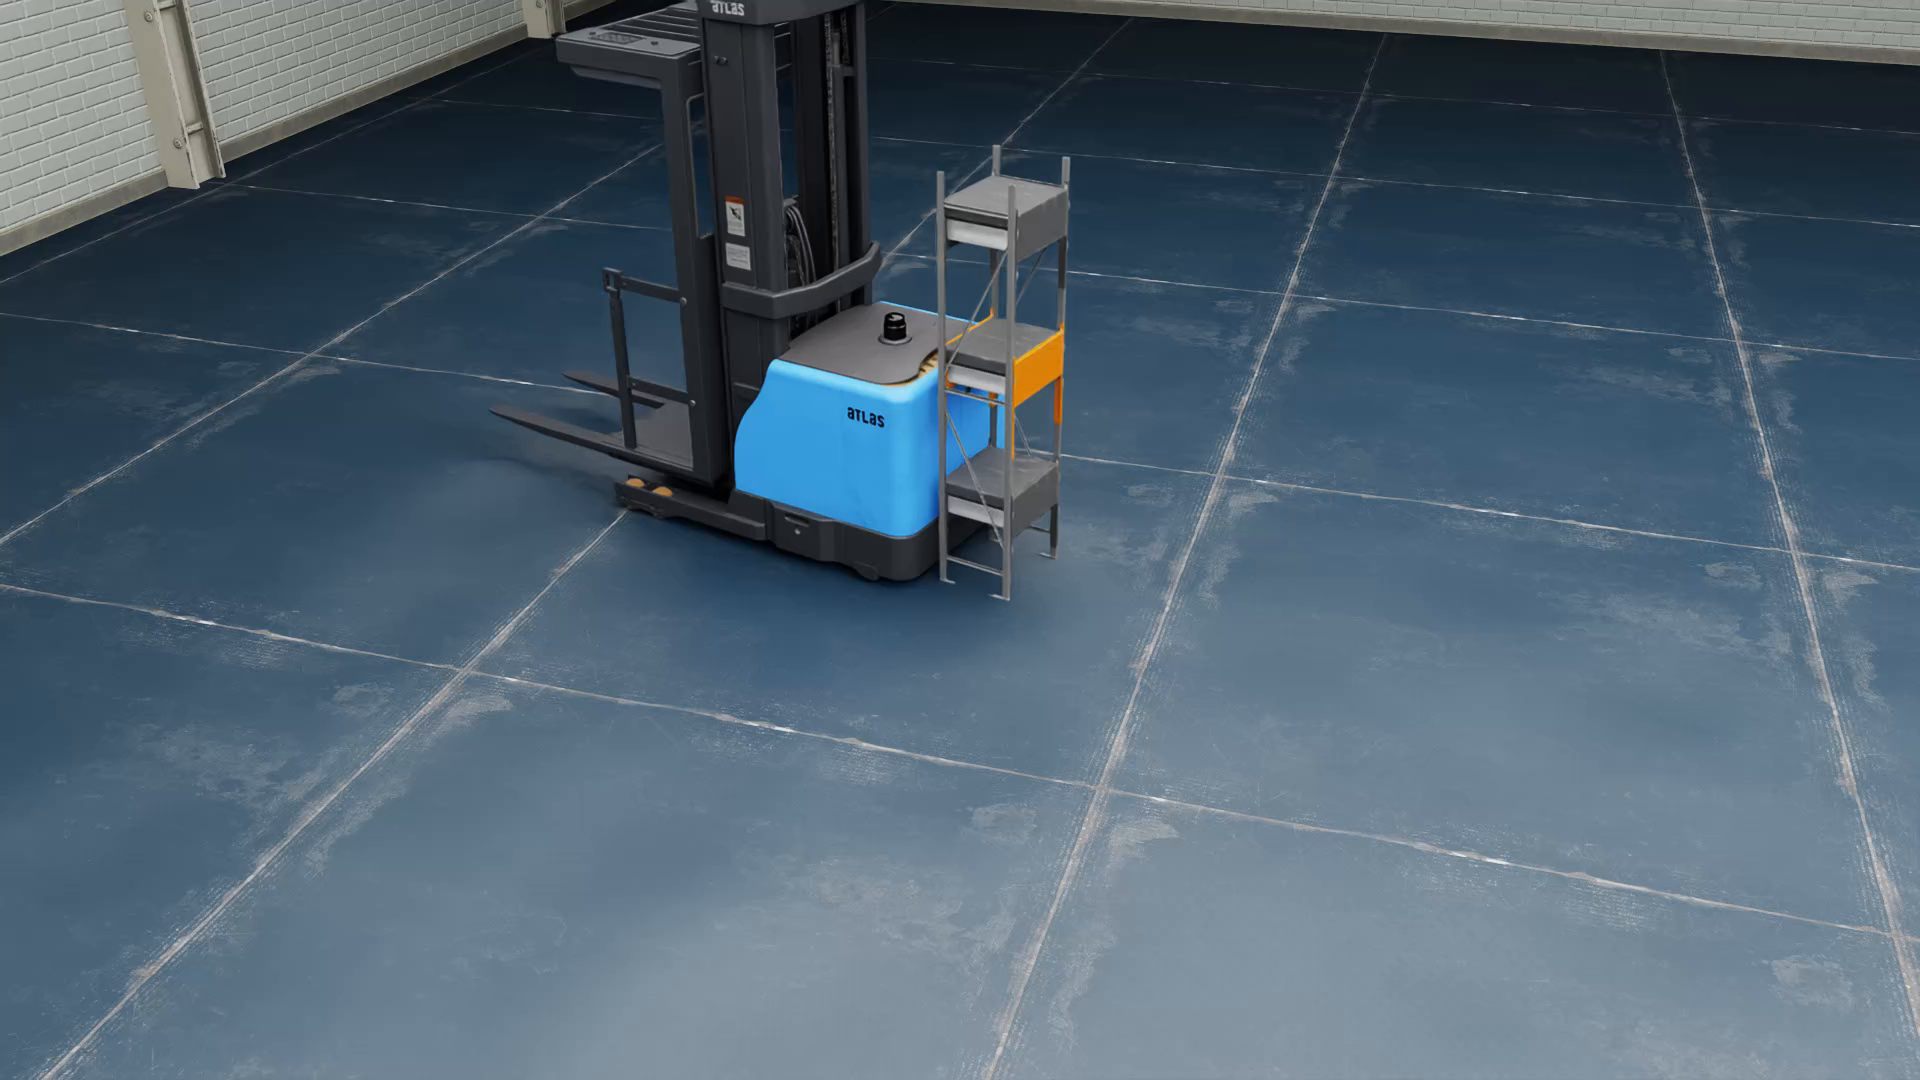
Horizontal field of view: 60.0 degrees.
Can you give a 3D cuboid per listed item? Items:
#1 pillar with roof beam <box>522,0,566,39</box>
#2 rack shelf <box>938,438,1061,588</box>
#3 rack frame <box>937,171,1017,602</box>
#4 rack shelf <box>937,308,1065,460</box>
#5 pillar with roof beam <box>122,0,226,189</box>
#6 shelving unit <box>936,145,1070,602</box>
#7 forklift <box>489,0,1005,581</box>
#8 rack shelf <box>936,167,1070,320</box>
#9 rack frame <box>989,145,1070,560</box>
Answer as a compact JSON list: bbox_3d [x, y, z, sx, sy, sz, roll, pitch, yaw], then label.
[{"bbox_3d":[-0.691,-9.194,16.021,9.100,9.000,0.400,8,30,15],"label":"pillar with roof beam"},{"bbox_3d":[0.199,-0.142,8.314,0.431,0.518,0.480,17,33,27],"label":"rack shelf"},{"bbox_3d":[0.071,-0.665,7.785,0.400,2.100,0.015,17,33,27],"label":"rack frame"},{"bbox_3d":[0.199,-0.754,7.974,0.431,0.518,0.480,17,33,27],"label":"rack shelf"},{"bbox_3d":[-2.452,-6.406,11.009,9.100,9.000,0.400,8,30,15],"label":"pillar with roof beam"},{"bbox_3d":[0.199,-0.766,7.967,0.431,2.100,0.503,17,33,27],"label":"shelving unit"},{"bbox_3d":[-1.274,-1.599,8.609,3.031,2.935,1.130,17,33,27],"label":"forklift"},{"bbox_3d":[0.199,-1.366,7.633,0.431,0.518,0.480,17,33,27],"label":"rack shelf"},{"bbox_3d":[0.326,-0.867,8.149,0.400,2.100,0.015,17,33,27],"label":"rack frame"}]
